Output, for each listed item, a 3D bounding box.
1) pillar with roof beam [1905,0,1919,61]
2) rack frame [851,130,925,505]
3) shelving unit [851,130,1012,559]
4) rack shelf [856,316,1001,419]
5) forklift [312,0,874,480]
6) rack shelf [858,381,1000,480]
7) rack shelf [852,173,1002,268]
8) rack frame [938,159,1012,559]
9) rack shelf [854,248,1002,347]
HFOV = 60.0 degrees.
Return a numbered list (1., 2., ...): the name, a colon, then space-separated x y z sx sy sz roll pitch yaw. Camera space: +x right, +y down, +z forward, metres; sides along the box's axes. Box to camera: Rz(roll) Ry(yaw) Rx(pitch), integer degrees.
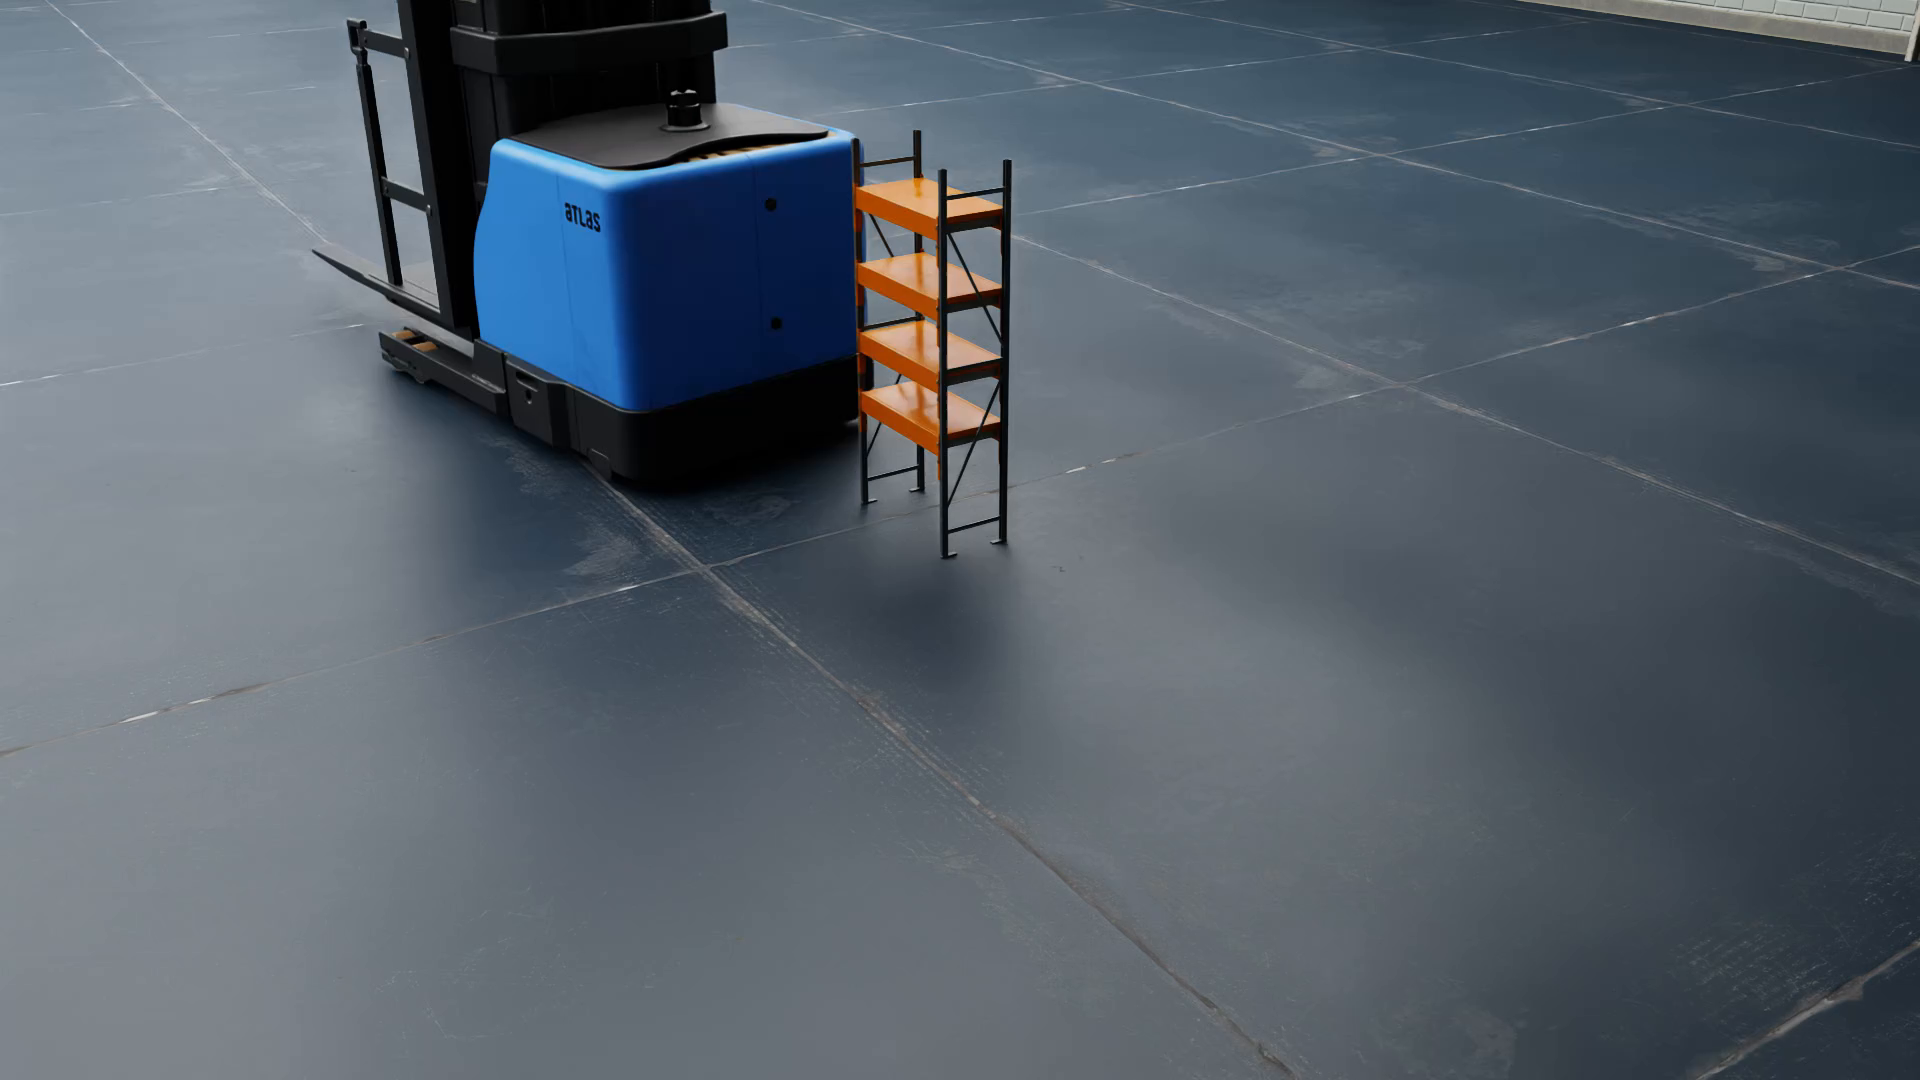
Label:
1. pillar with roof beam: 4.293 -6.924 9.377 9.100 9.000 0.400 -16 29 -30
2. rack frame: -0.224 -0.689 5.304 0.240 1.200 0.015 -16 29 -30
3. shelving unit: -0.090 -0.602 5.119 0.258 1.200 0.503 -16 29 -30
4. rack shelf: -0.090 -0.541 5.148 0.258 0.148 0.480 -16 29 -30
5. forklift: -1.676 -2.067 6.196 1.130 2.935 3.031 -21 33 -37
6. rack shelf: -0.090 -0.361 5.233 0.258 0.148 0.480 -16 29 -30
7. rack shelf: -0.090 -0.957 4.952 0.258 0.148 0.480 -16 29 -30
8. rack frame: 0.043 -0.515 4.934 0.240 1.200 0.015 -16 29 -30
9. rack shelf: -0.090 -0.743 5.053 0.258 0.148 0.480 -16 29 -30
